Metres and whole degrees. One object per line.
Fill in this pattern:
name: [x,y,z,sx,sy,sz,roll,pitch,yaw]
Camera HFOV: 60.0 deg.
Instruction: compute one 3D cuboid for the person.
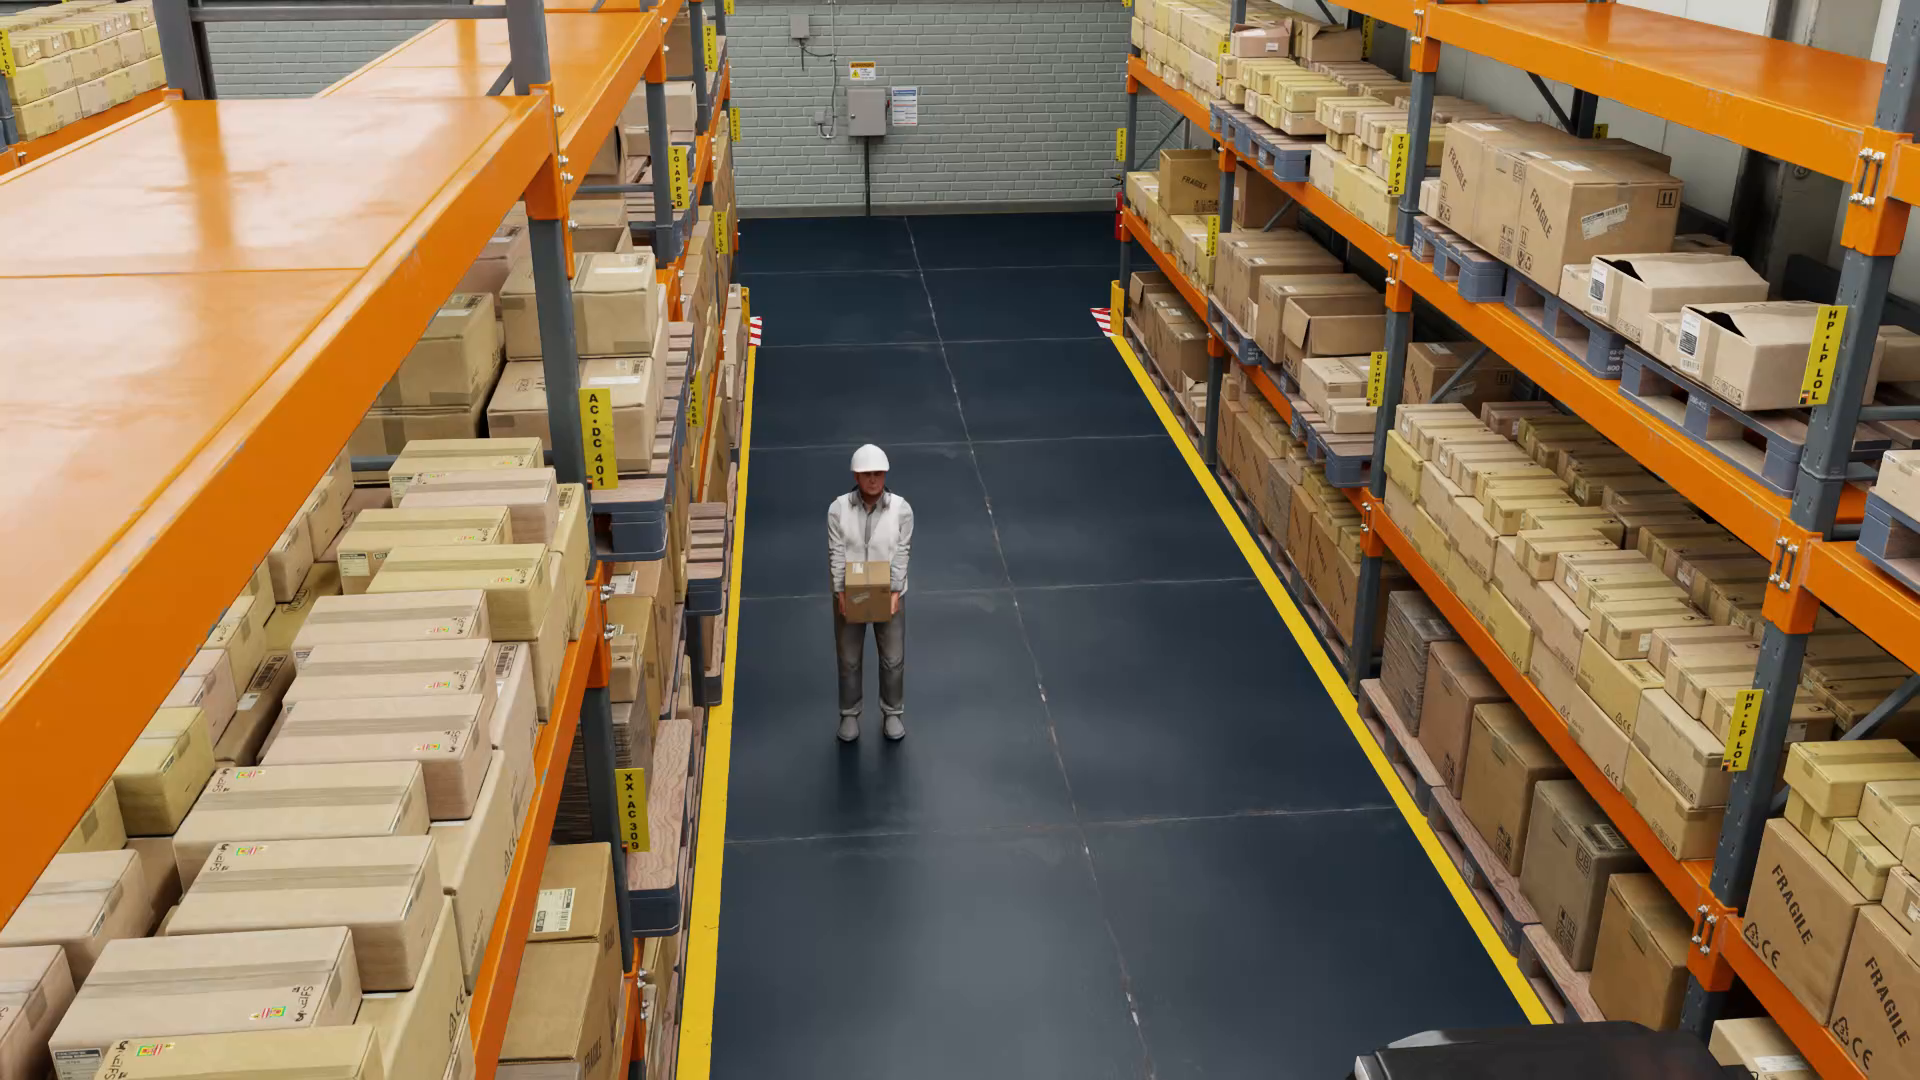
person: [-0.504,0.343,9.520,0.494,1.762,0.555,-1,24,-3]
